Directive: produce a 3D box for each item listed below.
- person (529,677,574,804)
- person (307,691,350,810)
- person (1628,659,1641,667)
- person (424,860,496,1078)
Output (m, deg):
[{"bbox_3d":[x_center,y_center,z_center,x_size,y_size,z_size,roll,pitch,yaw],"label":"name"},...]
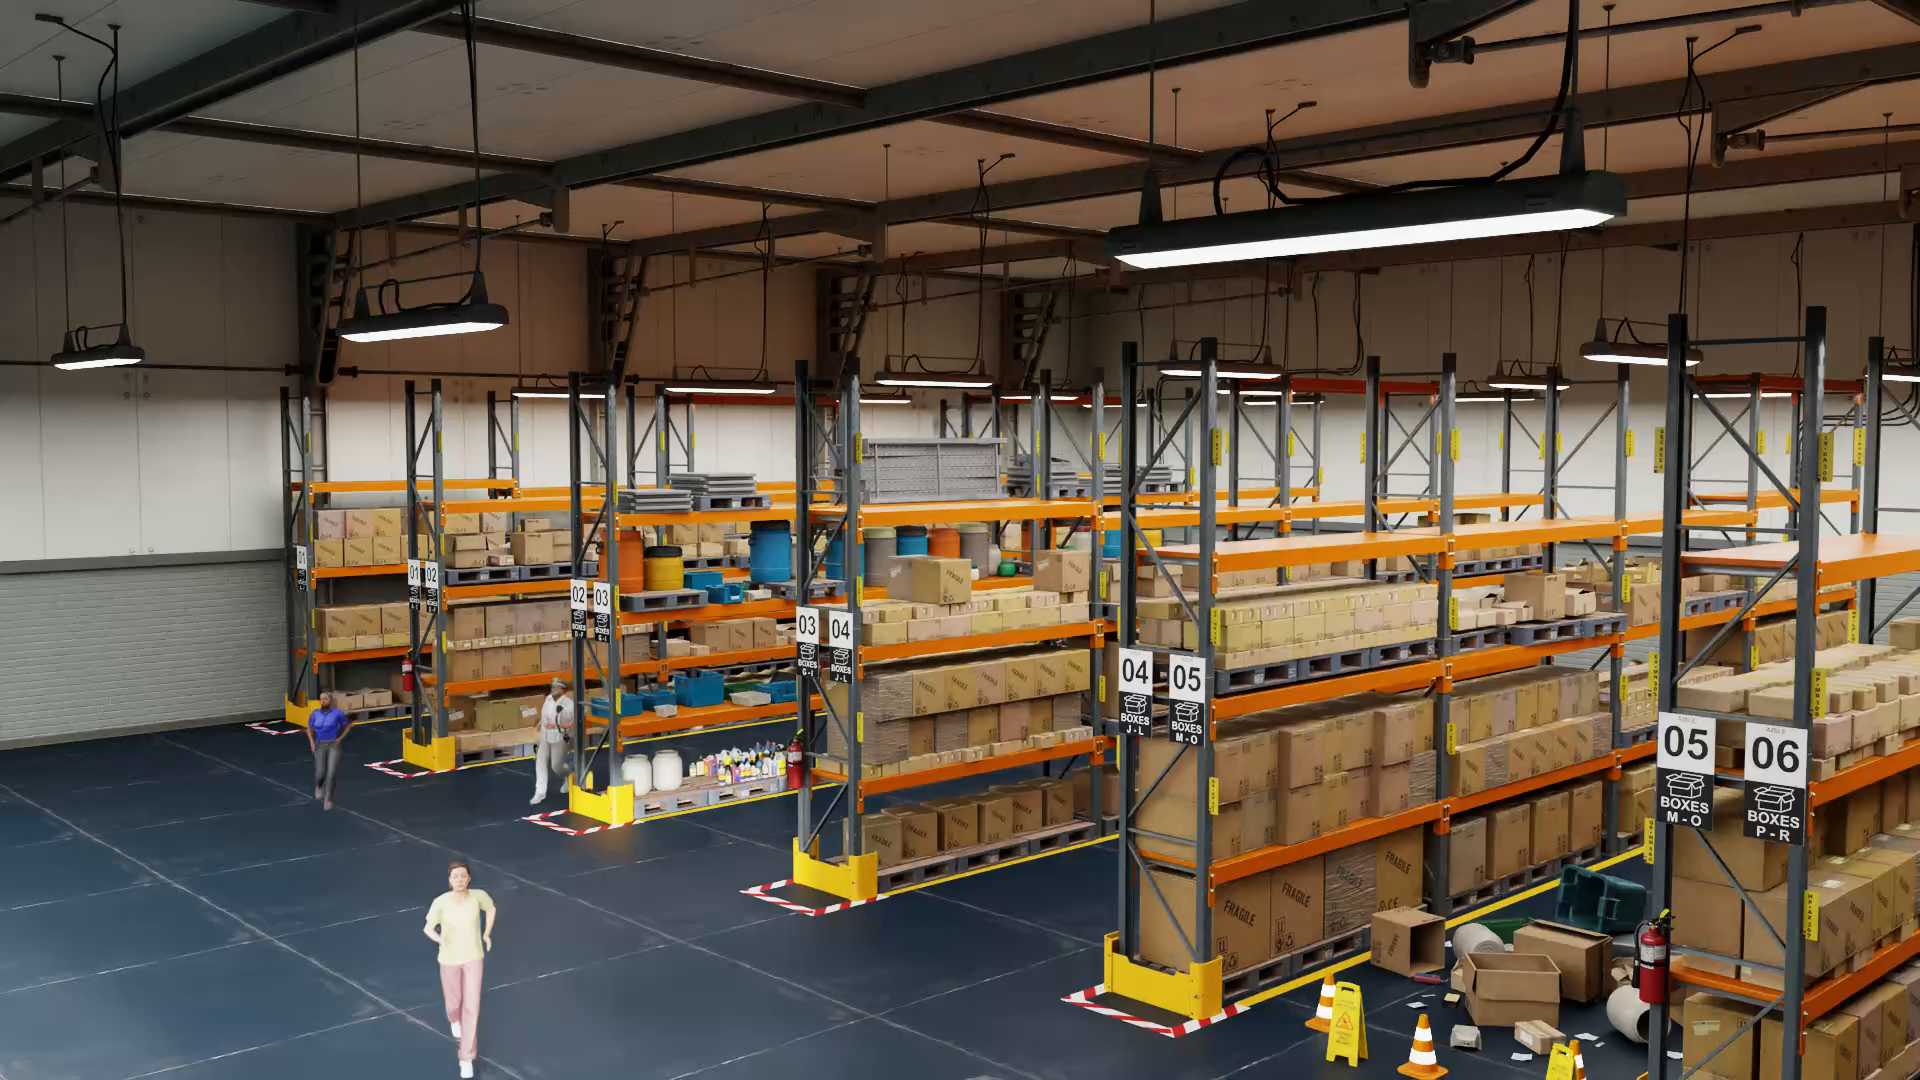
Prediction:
[{"bbox_3d":[-5.655,2.813,23.474,0.694,1.776,0.888,2,4,27],"label":"person"},{"bbox_3d":[-8.732,2.897,23.007,0.572,1.629,0.597,-1,4,-15],"label":"person"},{"bbox_3d":[10.489,2.698,25.717,0.820,1.698,0.578,-3,5,-38],"label":"person"},{"bbox_3d":[-4.090,3.452,13.640,0.578,1.663,0.935,-1,4,-19],"label":"person"}]
